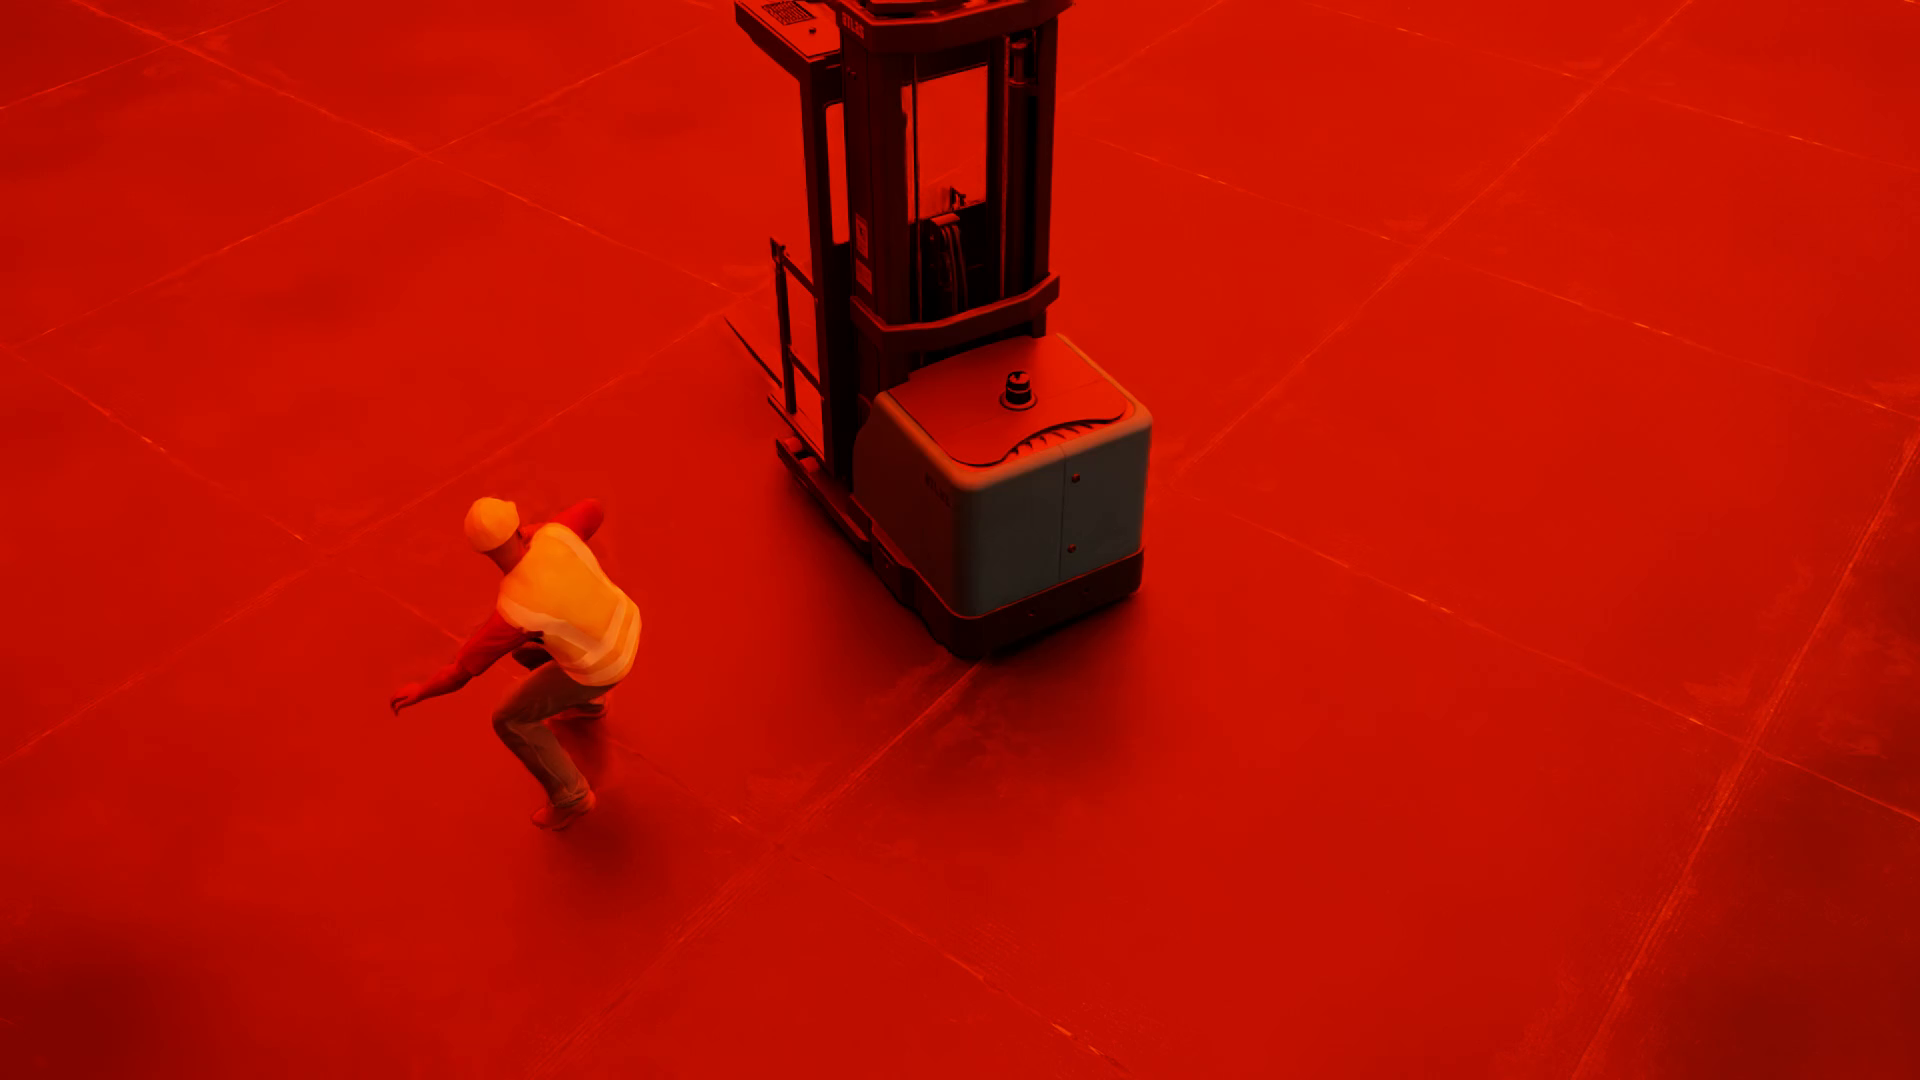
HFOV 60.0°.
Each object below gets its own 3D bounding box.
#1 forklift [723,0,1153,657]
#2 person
[{"bbox_3d":[-0.306,-1.519,7.856,1.130,2.935,3.031,-21,45,-23],"label":"forklift"},{"bbox_3d":[-1.763,0.400,6.747,0.914,1.496,0.844,5,41,6],"label":"person"}]
